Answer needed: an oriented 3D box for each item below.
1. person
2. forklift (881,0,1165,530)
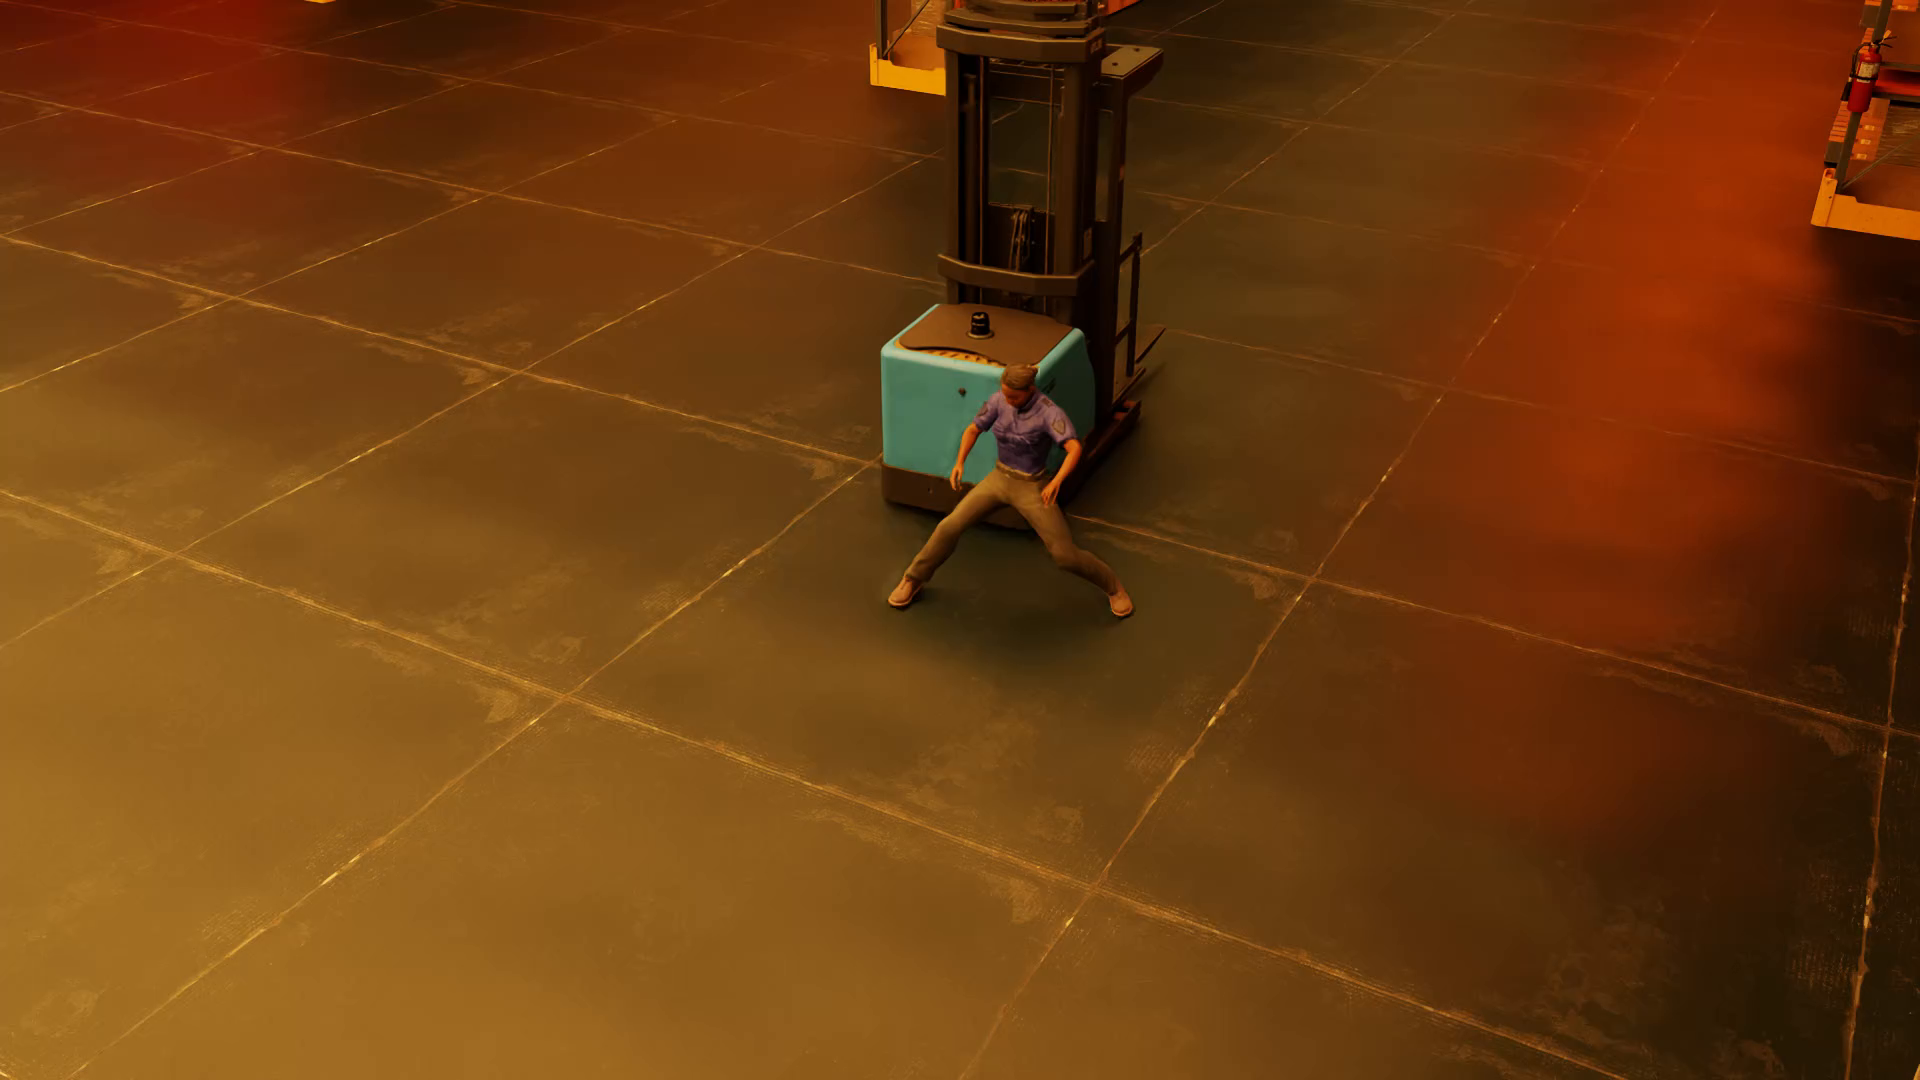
[{"bbox_3d":[0.299,-0.256,9.010,1.176,1.463,0.911,21,36,31],"label":"person"},{"bbox_3d":[0.585,-2.048,10.620,1.130,2.935,3.031,13,32,21],"label":"forklift"}]
